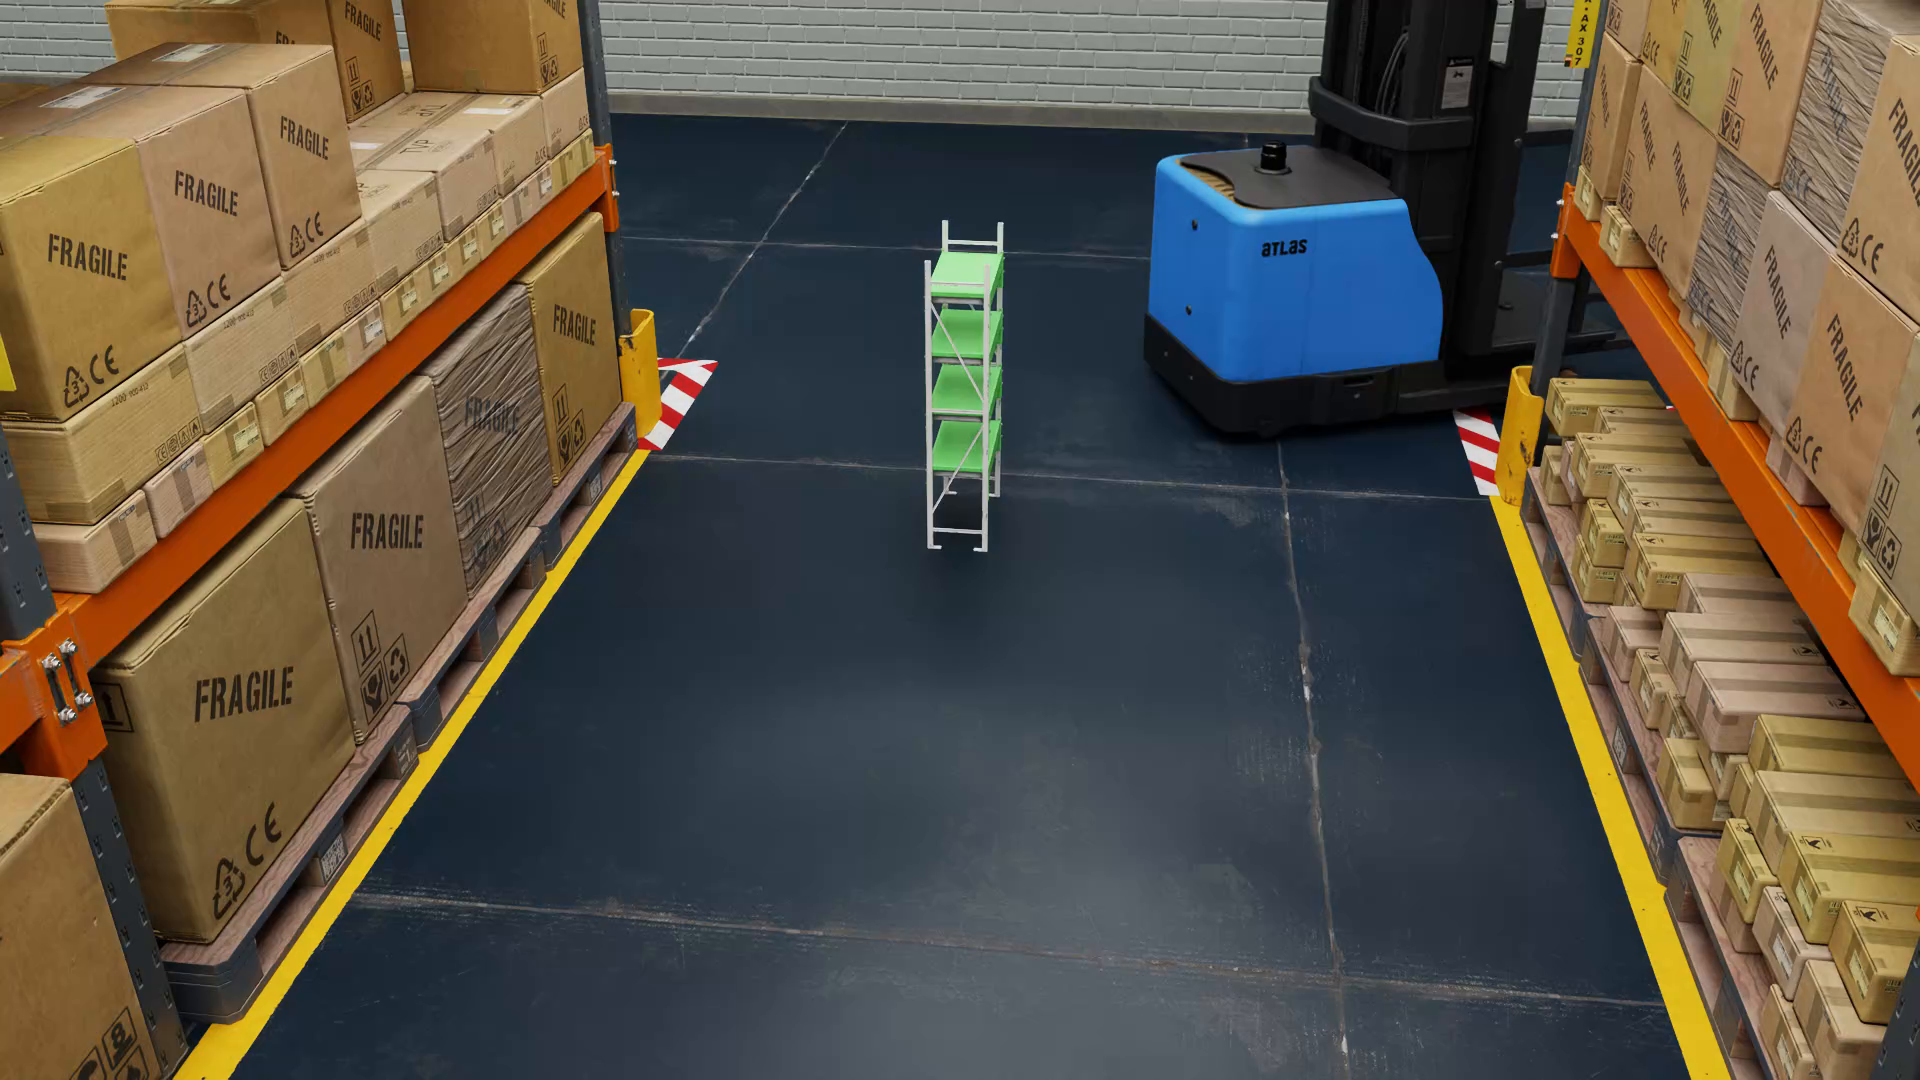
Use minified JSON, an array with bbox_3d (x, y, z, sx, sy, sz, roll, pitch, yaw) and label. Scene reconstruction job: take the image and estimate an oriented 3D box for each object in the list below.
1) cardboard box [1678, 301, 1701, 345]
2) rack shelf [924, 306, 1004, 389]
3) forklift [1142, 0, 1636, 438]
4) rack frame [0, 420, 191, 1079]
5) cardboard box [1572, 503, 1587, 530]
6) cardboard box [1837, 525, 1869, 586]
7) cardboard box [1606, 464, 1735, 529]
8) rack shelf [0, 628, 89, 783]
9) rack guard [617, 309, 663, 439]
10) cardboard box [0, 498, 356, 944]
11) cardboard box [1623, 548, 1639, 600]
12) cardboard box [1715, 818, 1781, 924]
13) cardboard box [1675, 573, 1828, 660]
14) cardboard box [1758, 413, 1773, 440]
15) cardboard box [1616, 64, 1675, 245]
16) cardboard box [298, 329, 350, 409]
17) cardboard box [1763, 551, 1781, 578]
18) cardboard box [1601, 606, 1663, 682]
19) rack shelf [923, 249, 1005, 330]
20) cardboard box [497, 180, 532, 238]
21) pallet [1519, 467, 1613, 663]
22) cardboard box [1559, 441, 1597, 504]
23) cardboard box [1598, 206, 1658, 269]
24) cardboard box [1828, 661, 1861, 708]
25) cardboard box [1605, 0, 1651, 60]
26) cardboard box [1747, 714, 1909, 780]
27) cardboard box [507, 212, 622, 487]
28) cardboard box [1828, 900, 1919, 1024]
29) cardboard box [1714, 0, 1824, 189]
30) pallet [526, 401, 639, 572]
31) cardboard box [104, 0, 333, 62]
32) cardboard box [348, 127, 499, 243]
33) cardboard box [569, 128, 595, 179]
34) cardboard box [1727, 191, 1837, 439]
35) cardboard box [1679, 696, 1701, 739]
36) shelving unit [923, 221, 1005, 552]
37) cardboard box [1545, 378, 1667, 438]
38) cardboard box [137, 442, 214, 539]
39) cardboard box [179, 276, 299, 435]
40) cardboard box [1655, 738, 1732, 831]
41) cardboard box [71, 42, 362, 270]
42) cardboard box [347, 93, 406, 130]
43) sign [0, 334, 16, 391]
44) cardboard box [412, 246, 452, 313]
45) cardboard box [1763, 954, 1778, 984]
[{"bbox_3d":[2.456,-0.685,5.125,0.380,0.149,0.250,3,28,5],"label":"cardboard box"},{"bbox_3d":[0.020,-0.761,6.527,0.258,0.148,0.480,3,28,6],"label":"rack shelf"},{"bbox_3d":[2.485,-2.137,7.627,3.031,2.935,1.130,-8,29,-14],"label":"forklift"},{"bbox_3d":[-2.492,0.001,3.585,1.000,3.000,0.127,3,28,6],"label":"rack frame"},{"bbox_3d":[2.576,-0.120,6.373,0.380,0.149,0.250,3,28,6],"label":"cardboard box"},{"bbox_3d":[2.237,0.050,3.760,0.380,0.149,0.250,4,29,8],"label":"cardboard box"},{"bbox_3d":[2.487,-0.141,5.785,0.380,0.149,0.250,2,28,4],"label":"cardboard box"},{"bbox_3d":[-2.737,1.259,2.009,1.077,0.370,4.000,3,28,6],"label":"rack shelf"},{"bbox_3d":[-1.998,-0.793,7.694,1.175,0.500,0.348,3,28,6],"label":"rack guard"},{"bbox_3d":[-2.331,0.446,4.558,0.875,0.875,0.875,3,28,6],"label":"cardboard box"},{"bbox_3d":[2.481,0.116,5.622,0.380,0.149,0.250,2,28,4],"label":"cardboard box"},{"bbox_3d":[2.178,0.854,4.251,0.380,0.149,0.250,2,28,4],"label":"cardboard box"},{"bbox_3d":[2.430,0.234,5.089,0.380,0.149,0.250,3,29,6],"label":"cardboard box"},{"bbox_3d":[2.381,-0.317,4.440,0.380,0.149,0.250,3,28,5],"label":"cardboard box"},{"bbox_3d":[2.539,-1.272,5.530,0.500,0.500,0.500,3,29,6],"label":"cardboard box"},{"bbox_3d":[-2.000,-0.500,4.781,0.380,0.149,0.250,3,28,5],"label":"cardboard box"},{"bbox_3d":[2.930,0.024,5.793,0.380,0.149,0.250,3,28,6],"label":"cardboard box"},{"bbox_3d":[2.359,0.349,5.502,0.380,0.149,0.250,2,28,4],"label":"cardboard box"},{"bbox_3d":[0.020,-0.972,6.413,0.258,0.148,0.480,3,28,6],"label":"rack shelf"},{"bbox_3d":[-1.812,-1.226,6.128,0.380,0.149,0.250,4,29,7],"label":"cardboard box"},{"bbox_3d":[2.765,0.098,6.346,1.003,0.211,1.213,3,28,6],"label":"pallet"},{"bbox_3d":[2.500,-0.249,6.300,0.380,0.149,0.250,3,28,6],"label":"cardboard box"},{"bbox_3d":[2.468,-1.056,5.813,0.380,0.149,0.250,3,28,5],"label":"cardboard box"},{"bbox_3d":[2.857,0.513,5.198,0.380,0.149,0.250,4,29,8],"label":"cardboard box"},{"bbox_3d":[2.590,-1.965,5.762,0.500,0.500,0.500,3,28,6],"label":"cardboard box"},{"bbox_3d":[2.328,0.605,4.401,0.380,0.149,0.250,4,29,8],"label":"cardboard box"},{"bbox_3d":[-2.000,-0.825,6.917,0.875,0.875,0.875,3,28,6],"label":"cardboard box"},{"bbox_3d":[2.204,0.963,3.736,0.380,0.149,0.250,4,29,8],"label":"cardboard box"},{"bbox_3d":[2.390,-1.244,4.423,0.500,0.500,0.500,2,28,5],"label":"cardboard box"},{"bbox_3d":[-2.022,-0.273,7.035,1.003,0.211,1.213,3,28,6],"label":"pallet"},{"bbox_3d":[-2.447,-1.587,5.587,0.500,0.500,0.500,3,28,5],"label":"cardboard box"},{"bbox_3d":[-1.922,-1.225,5.705,0.500,0.250,0.500,2,28,4],"label":"cardboard box"},{"bbox_3d":[-1.718,-1.584,6.793,0.380,0.149,0.250,4,29,7],"label":"cardboard box"},{"bbox_3d":[2.325,-0.561,4.209,0.500,0.500,0.500,3,28,6],"label":"cardboard box"},{"bbox_3d":[2.371,0.496,4.917,0.380,0.149,0.250,2,28,4],"label":"cardboard box"},{"bbox_3d":[0.020,-0.606,6.610,0.258,1.200,0.503,3,28,6],"label":"shelving unit"},{"bbox_3d":[2.507,-0.511,6.471,0.380,0.149,0.250,2,28,4],"label":"cardboard box"},{"bbox_3d":[-2.093,-0.132,4.097,0.380,0.149,0.250,2,28,5],"label":"cardboard box"},{"bbox_3d":[-2.108,-0.504,4.367,0.500,0.250,0.500,3,28,6],"label":"cardboard box"},{"bbox_3d":[2.255,0.715,4.822,0.380,0.149,0.250,3,28,6],"label":"cardboard box"},{"bbox_3d":[-2.052,-1.081,4.648,0.500,0.500,0.500,2,28,5],"label":"cardboard box"},{"bbox_3d":[-2.385,-1.491,6.200,0.500,0.250,0.500,3,28,6],"label":"cardboard box"},{"bbox_3d":[-1.952,-0.447,3.280,0.100,0.325,0.005,3,28,6],"label":"sign"},{"bbox_3d":[-1.906,-0.865,5.458,0.380,0.149,0.250,4,29,7],"label":"cardboard box"},{"bbox_3d":[2.243,1.085,4.136,0.380,0.149,0.250,4,29,8],"label":"cardboard box"}]
